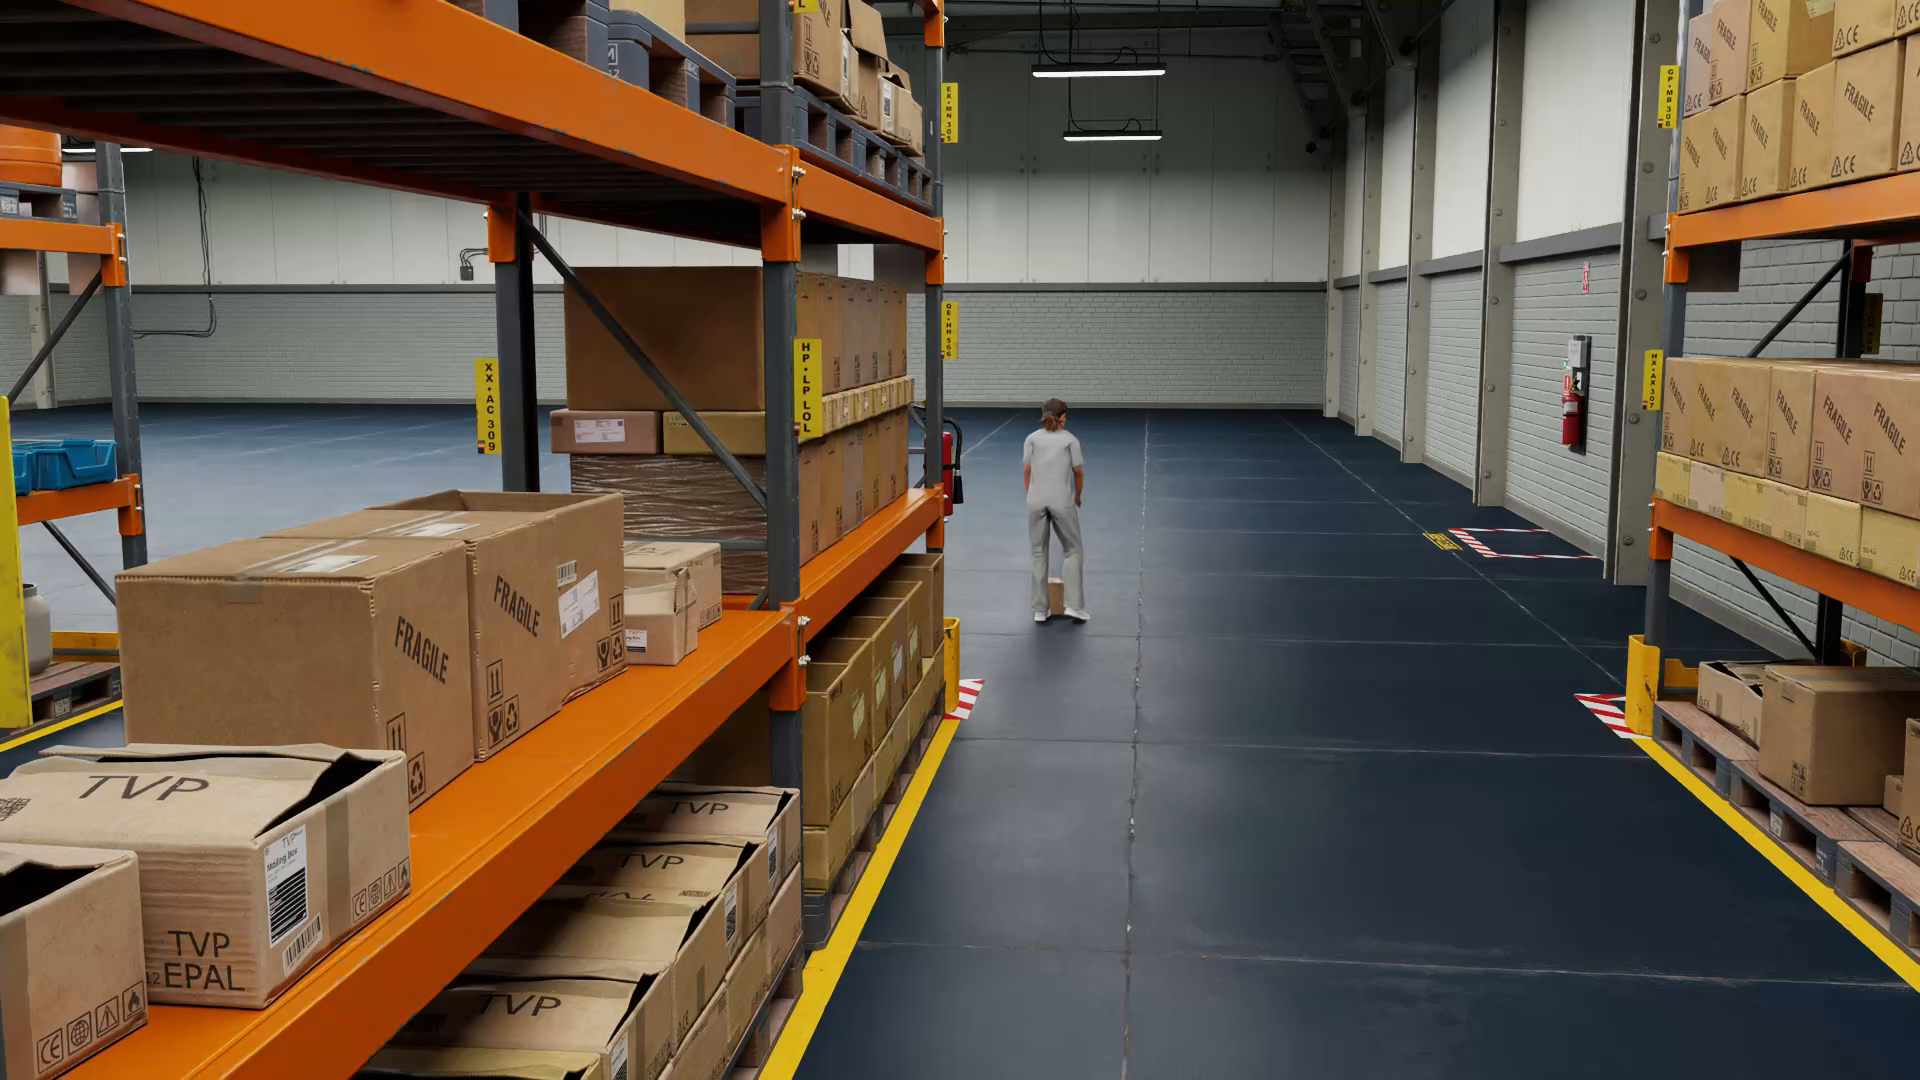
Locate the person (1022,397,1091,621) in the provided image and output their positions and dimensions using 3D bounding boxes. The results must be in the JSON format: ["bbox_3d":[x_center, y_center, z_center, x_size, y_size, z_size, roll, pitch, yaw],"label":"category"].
[{"bbox_3d":[0.723,-0.219,12.455,0.503,1.694,0.496,2,8,12],"label":"person"}]
